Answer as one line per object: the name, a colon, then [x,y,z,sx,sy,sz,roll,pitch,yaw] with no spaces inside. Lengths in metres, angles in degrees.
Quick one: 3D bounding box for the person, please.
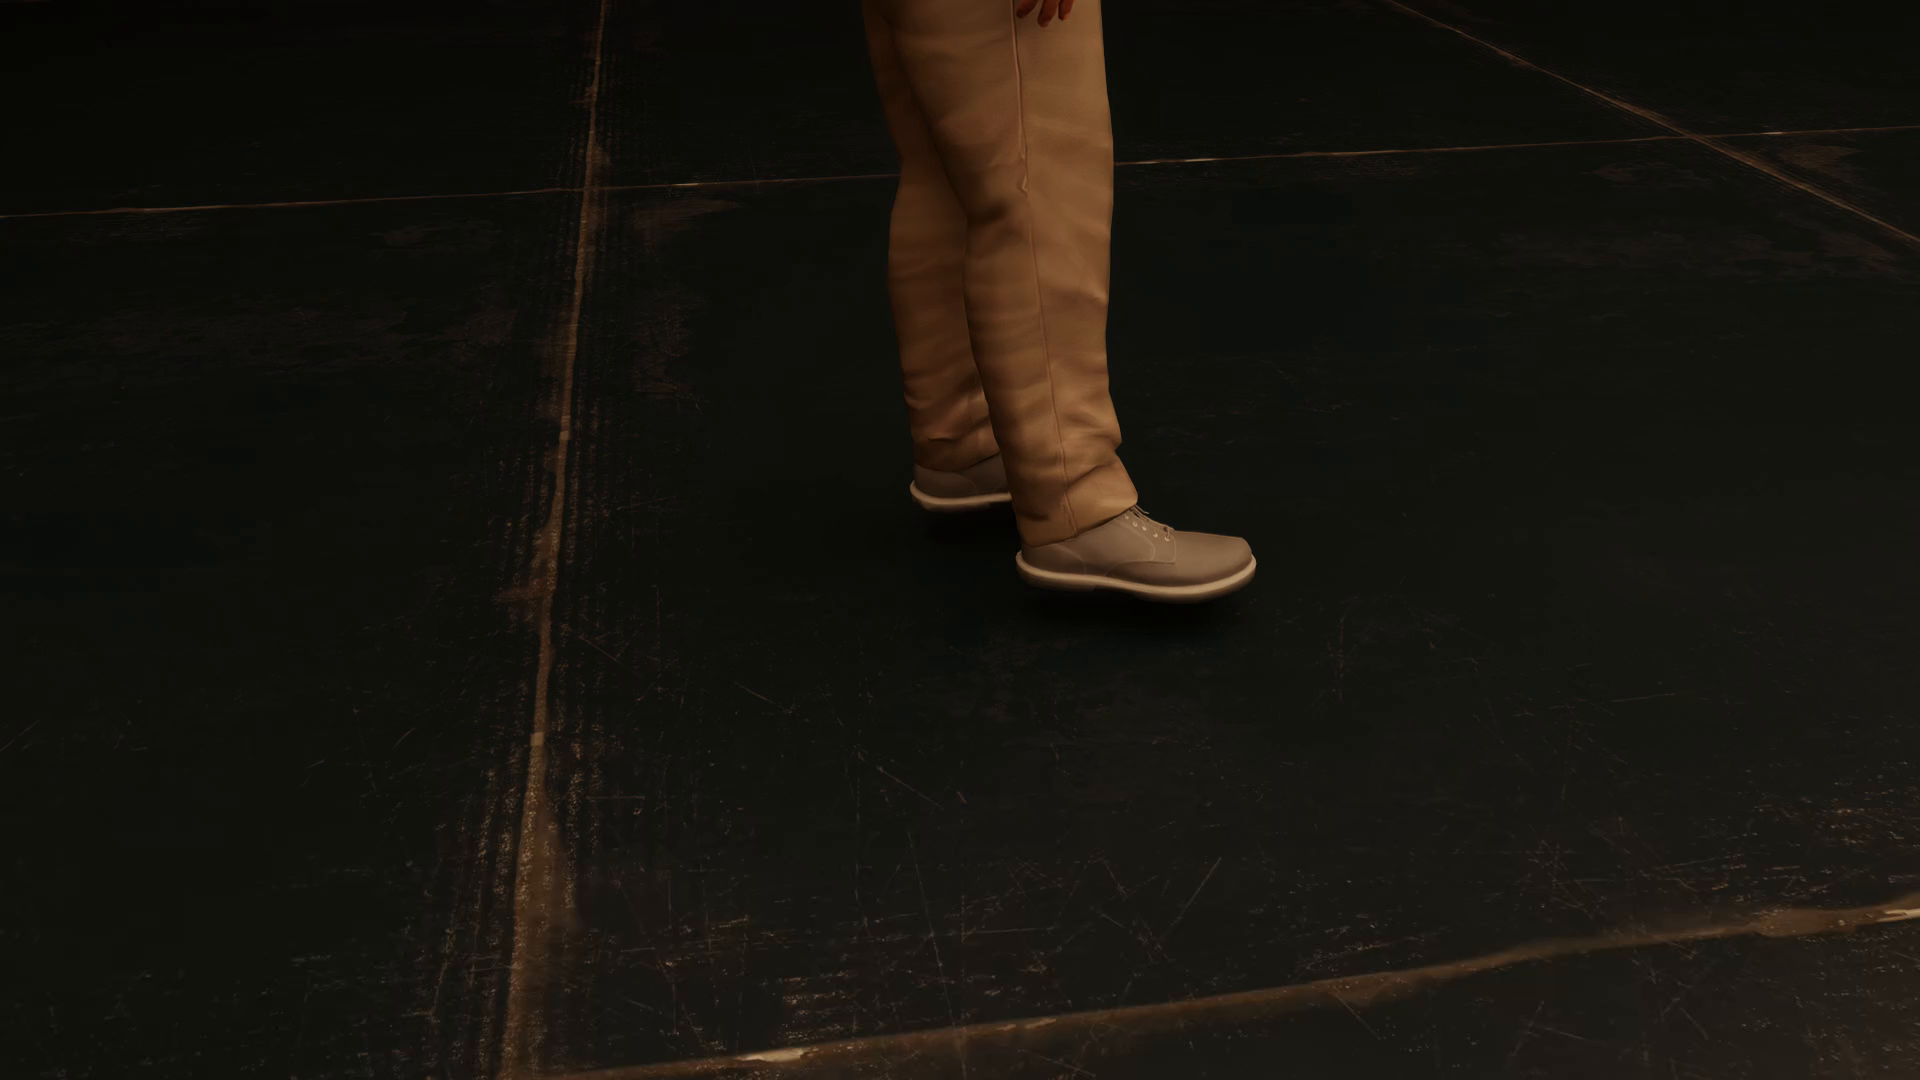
person: [0.090,-0.808,2.076,0.550,1.727,0.641,-5,28,-9]
